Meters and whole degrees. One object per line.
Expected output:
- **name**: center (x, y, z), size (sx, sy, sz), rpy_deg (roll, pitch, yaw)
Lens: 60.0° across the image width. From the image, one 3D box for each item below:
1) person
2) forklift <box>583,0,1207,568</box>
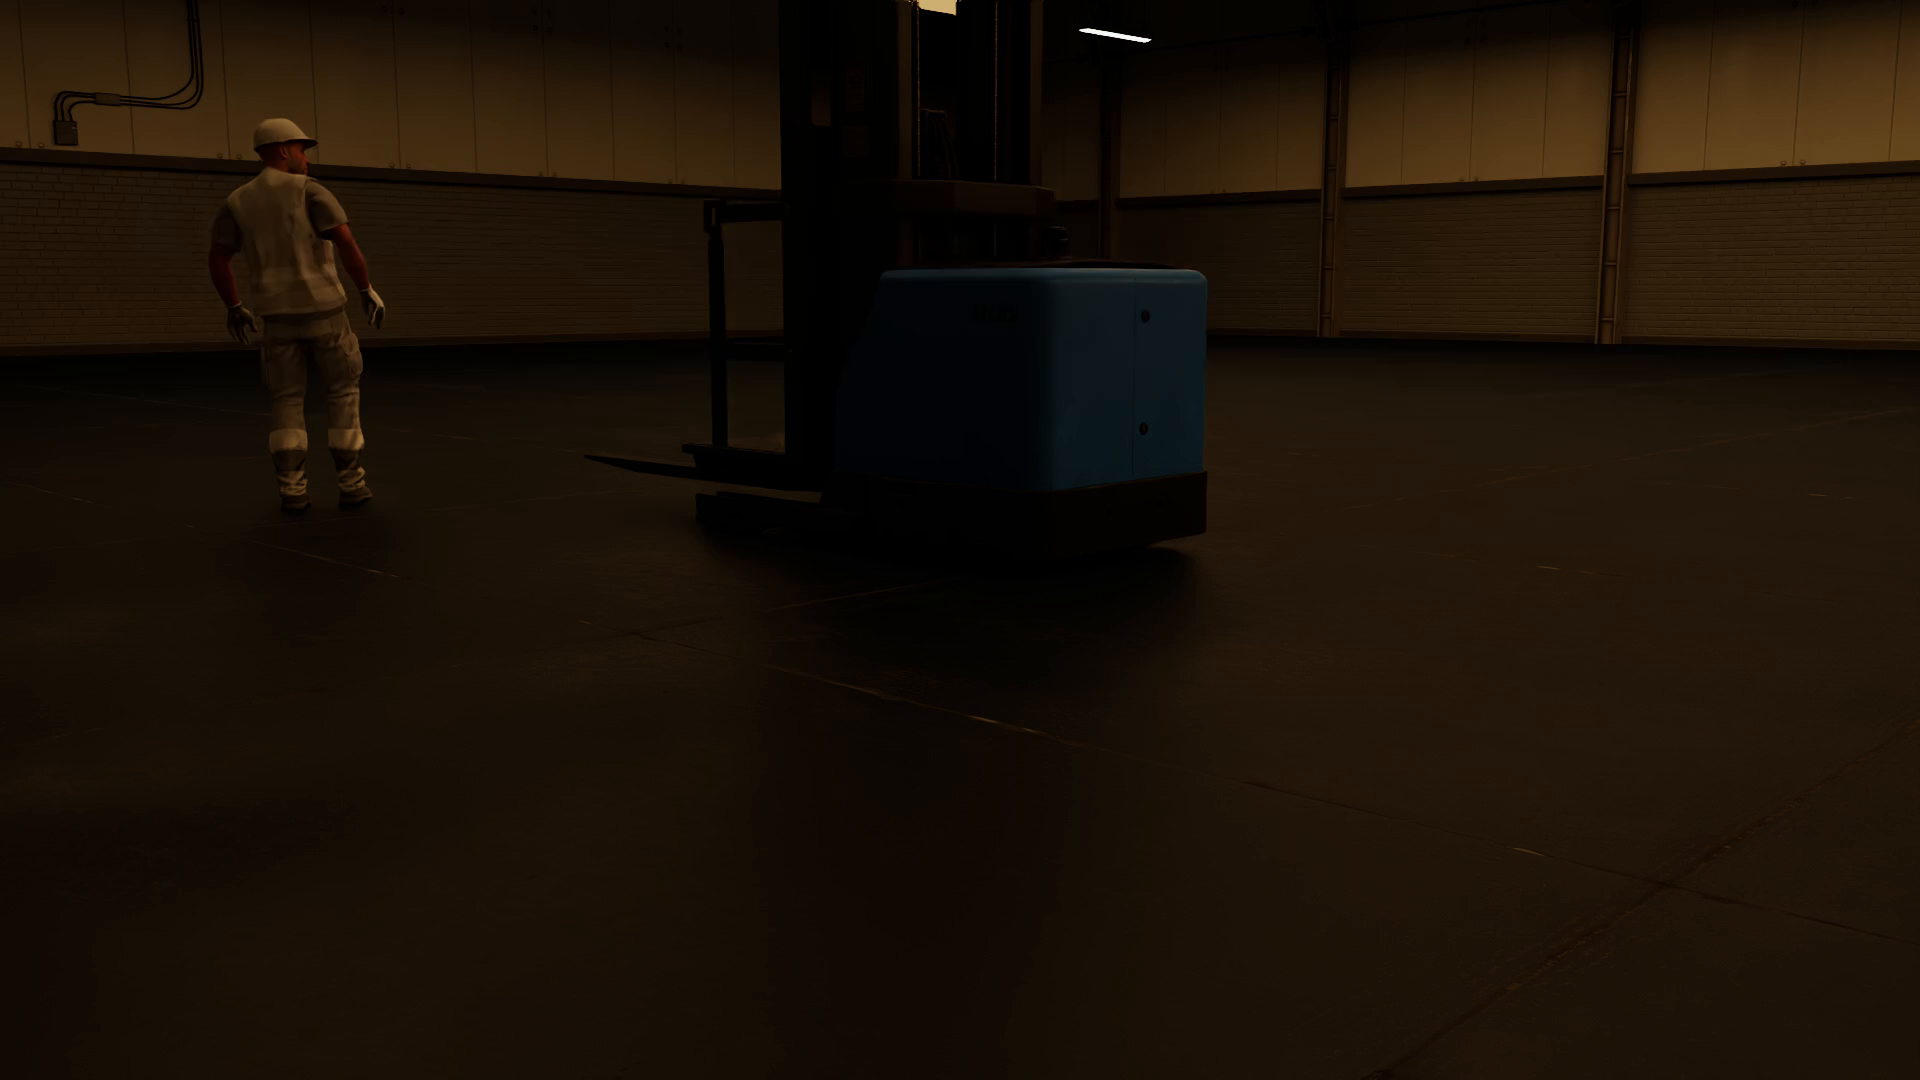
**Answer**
- **person**: center (-3.030, -1.042, 7.694), size (0.757, 1.772, 0.505), rpy_deg (-1, 9, -3)
- **forklift**: center (-0.463, -1.511, 6.910), size (3.031, 2.935, 1.130), rpy_deg (8, 12, 43)
